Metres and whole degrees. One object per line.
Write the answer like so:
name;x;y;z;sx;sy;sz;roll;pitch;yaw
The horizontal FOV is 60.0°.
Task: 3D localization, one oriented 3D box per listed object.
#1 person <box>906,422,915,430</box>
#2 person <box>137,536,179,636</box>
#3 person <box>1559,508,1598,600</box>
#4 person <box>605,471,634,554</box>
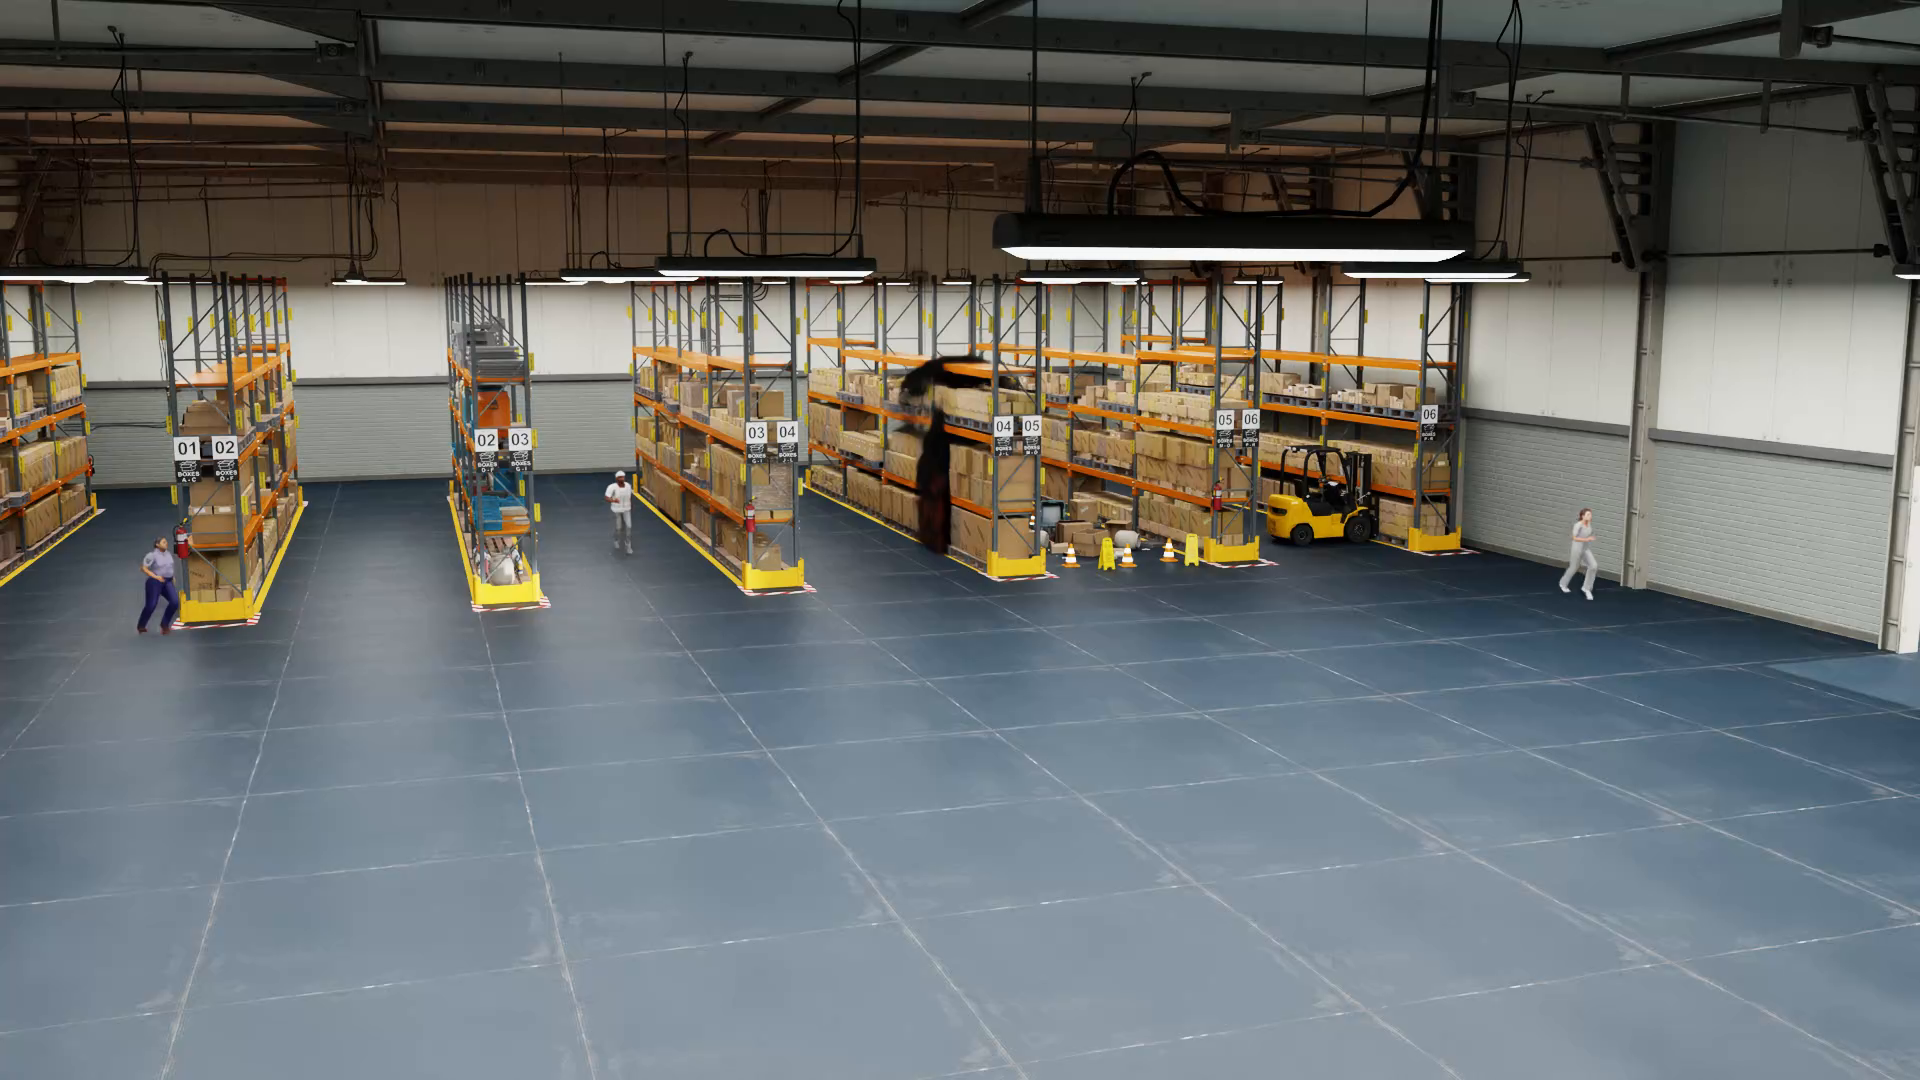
person;-1.460;-2.867;51.500;0.738;1.680;0.650;-7;11;-38
person;-13.350;0.768;27.771;0.669;1.657;0.692;5;10;29
person;11.550;0.234;31.060;0.586;1.703;0.839;-5;10;-29
person;-7.417;-0.610;36.290;0.676;1.813;0.779;-5;10;-28
